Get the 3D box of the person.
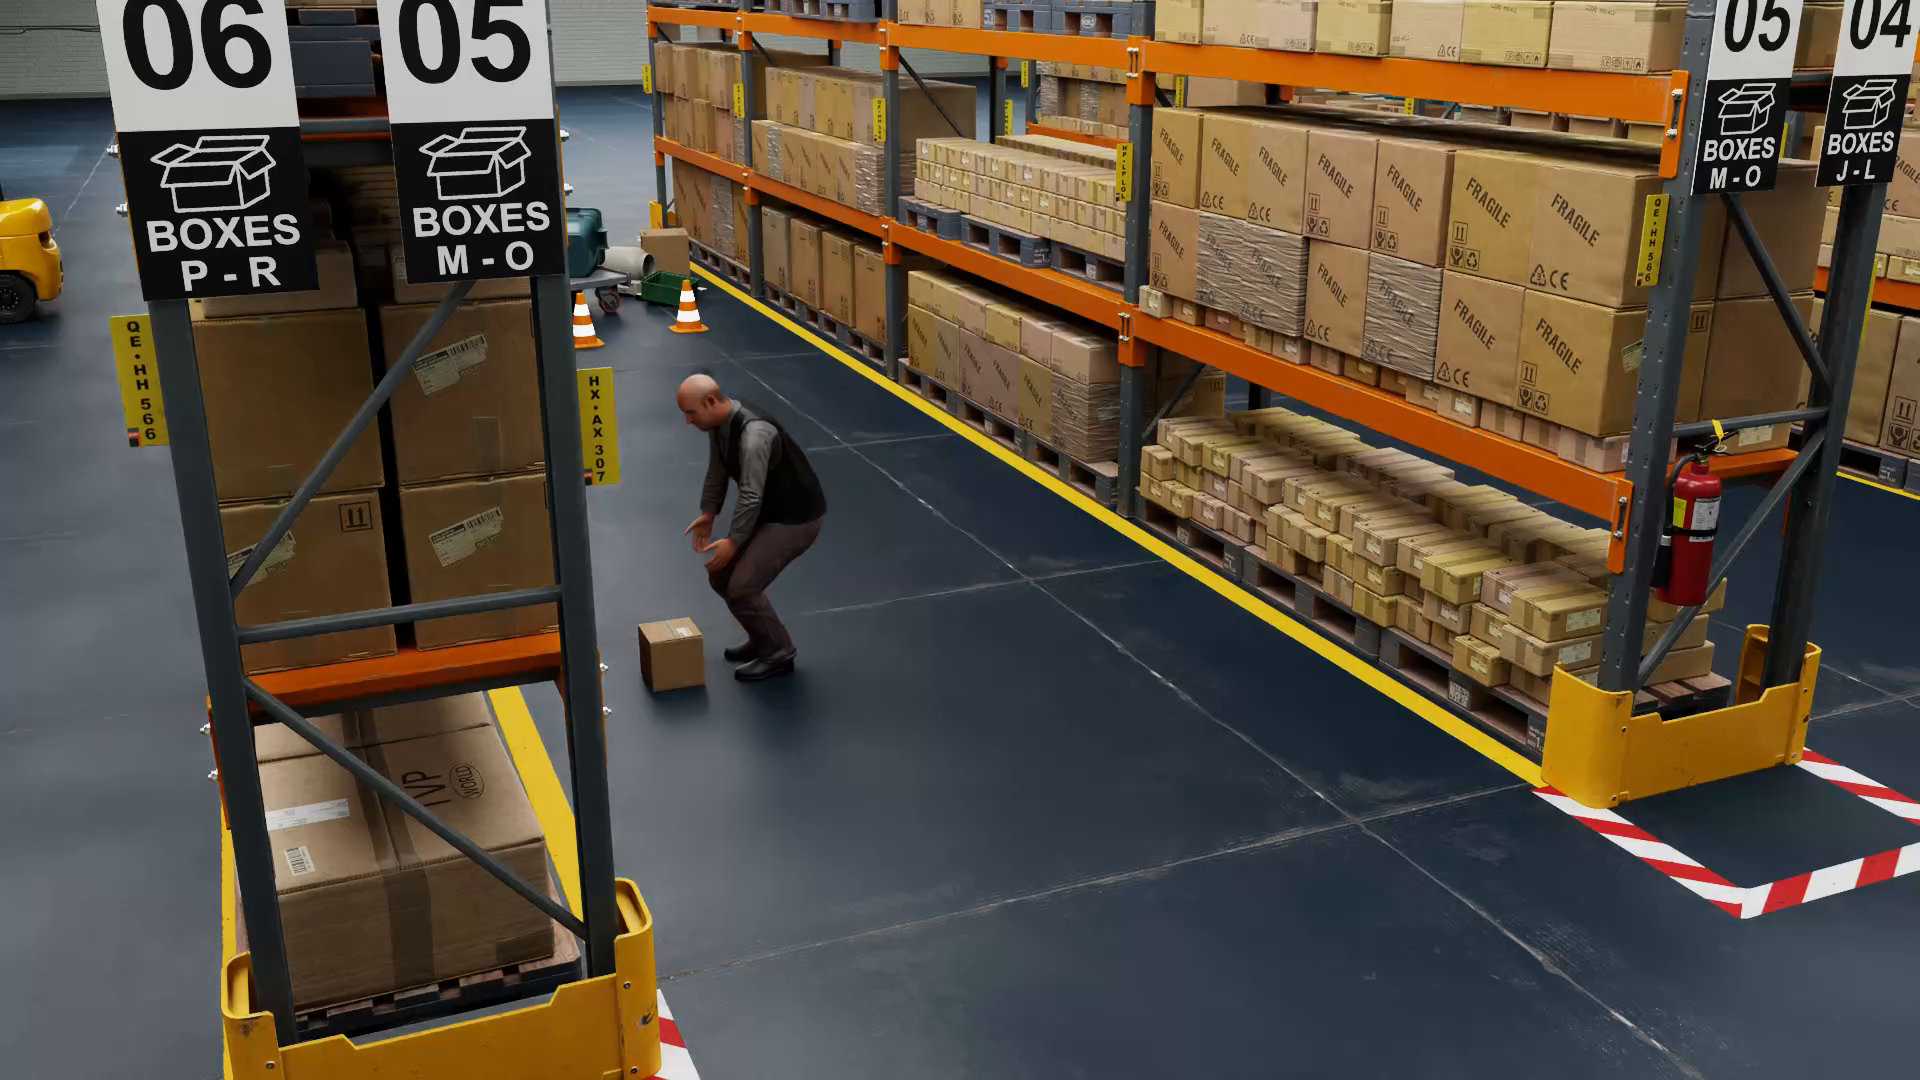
[{"bbox_3d":[-0.956,-0.079,7.751,0.669,1.461,0.590,-8,20,-22],"label":"person"}]
